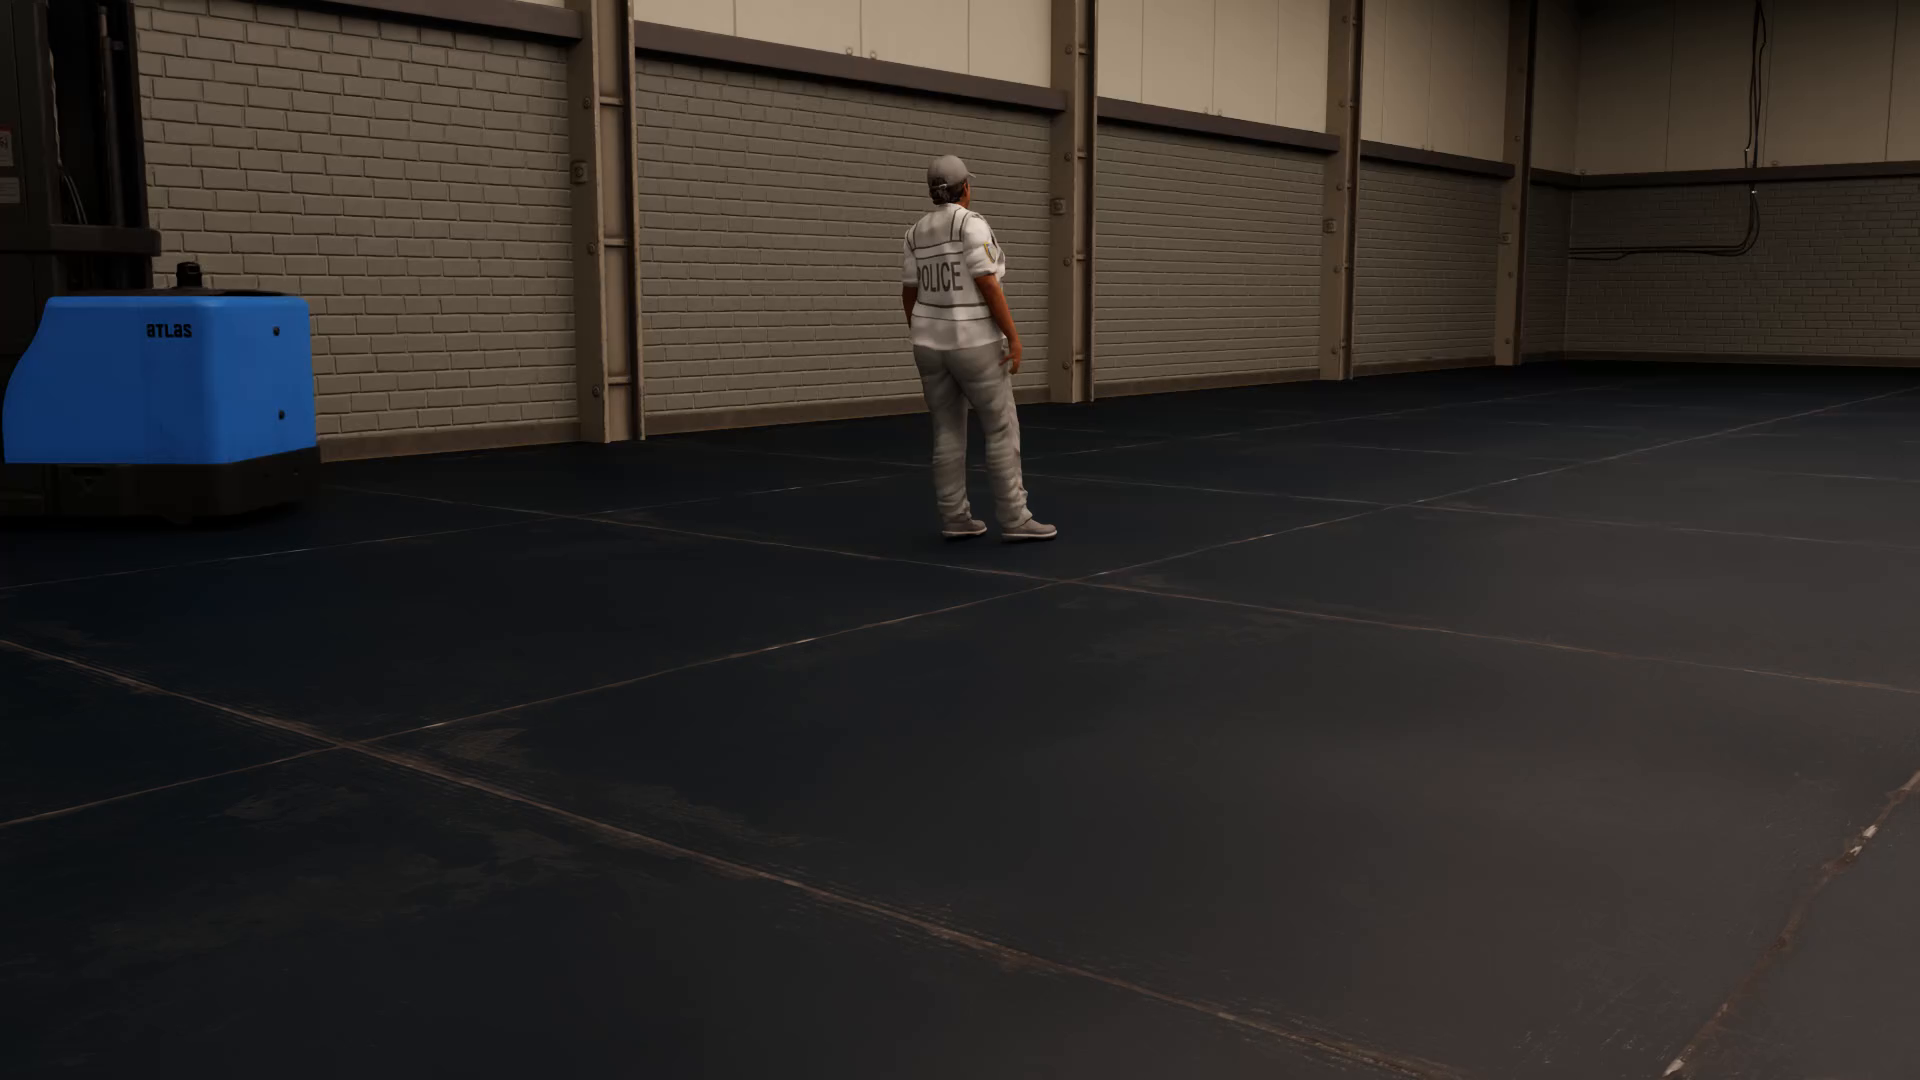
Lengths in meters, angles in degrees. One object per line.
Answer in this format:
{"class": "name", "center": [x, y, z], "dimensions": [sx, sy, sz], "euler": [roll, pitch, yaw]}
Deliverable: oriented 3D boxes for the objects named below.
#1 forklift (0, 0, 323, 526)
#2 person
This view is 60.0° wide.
{"class": "forklift", "center": [-4.830, -1.576, 8.052], "dimensions": [3.031, 2.935, 1.130], "euler": [1, 8, 4]}
{"class": "person", "center": [0.066, -0.838, 7.328], "dimensions": [0.598, 1.670, 0.529], "euler": [7, 11, 38]}
